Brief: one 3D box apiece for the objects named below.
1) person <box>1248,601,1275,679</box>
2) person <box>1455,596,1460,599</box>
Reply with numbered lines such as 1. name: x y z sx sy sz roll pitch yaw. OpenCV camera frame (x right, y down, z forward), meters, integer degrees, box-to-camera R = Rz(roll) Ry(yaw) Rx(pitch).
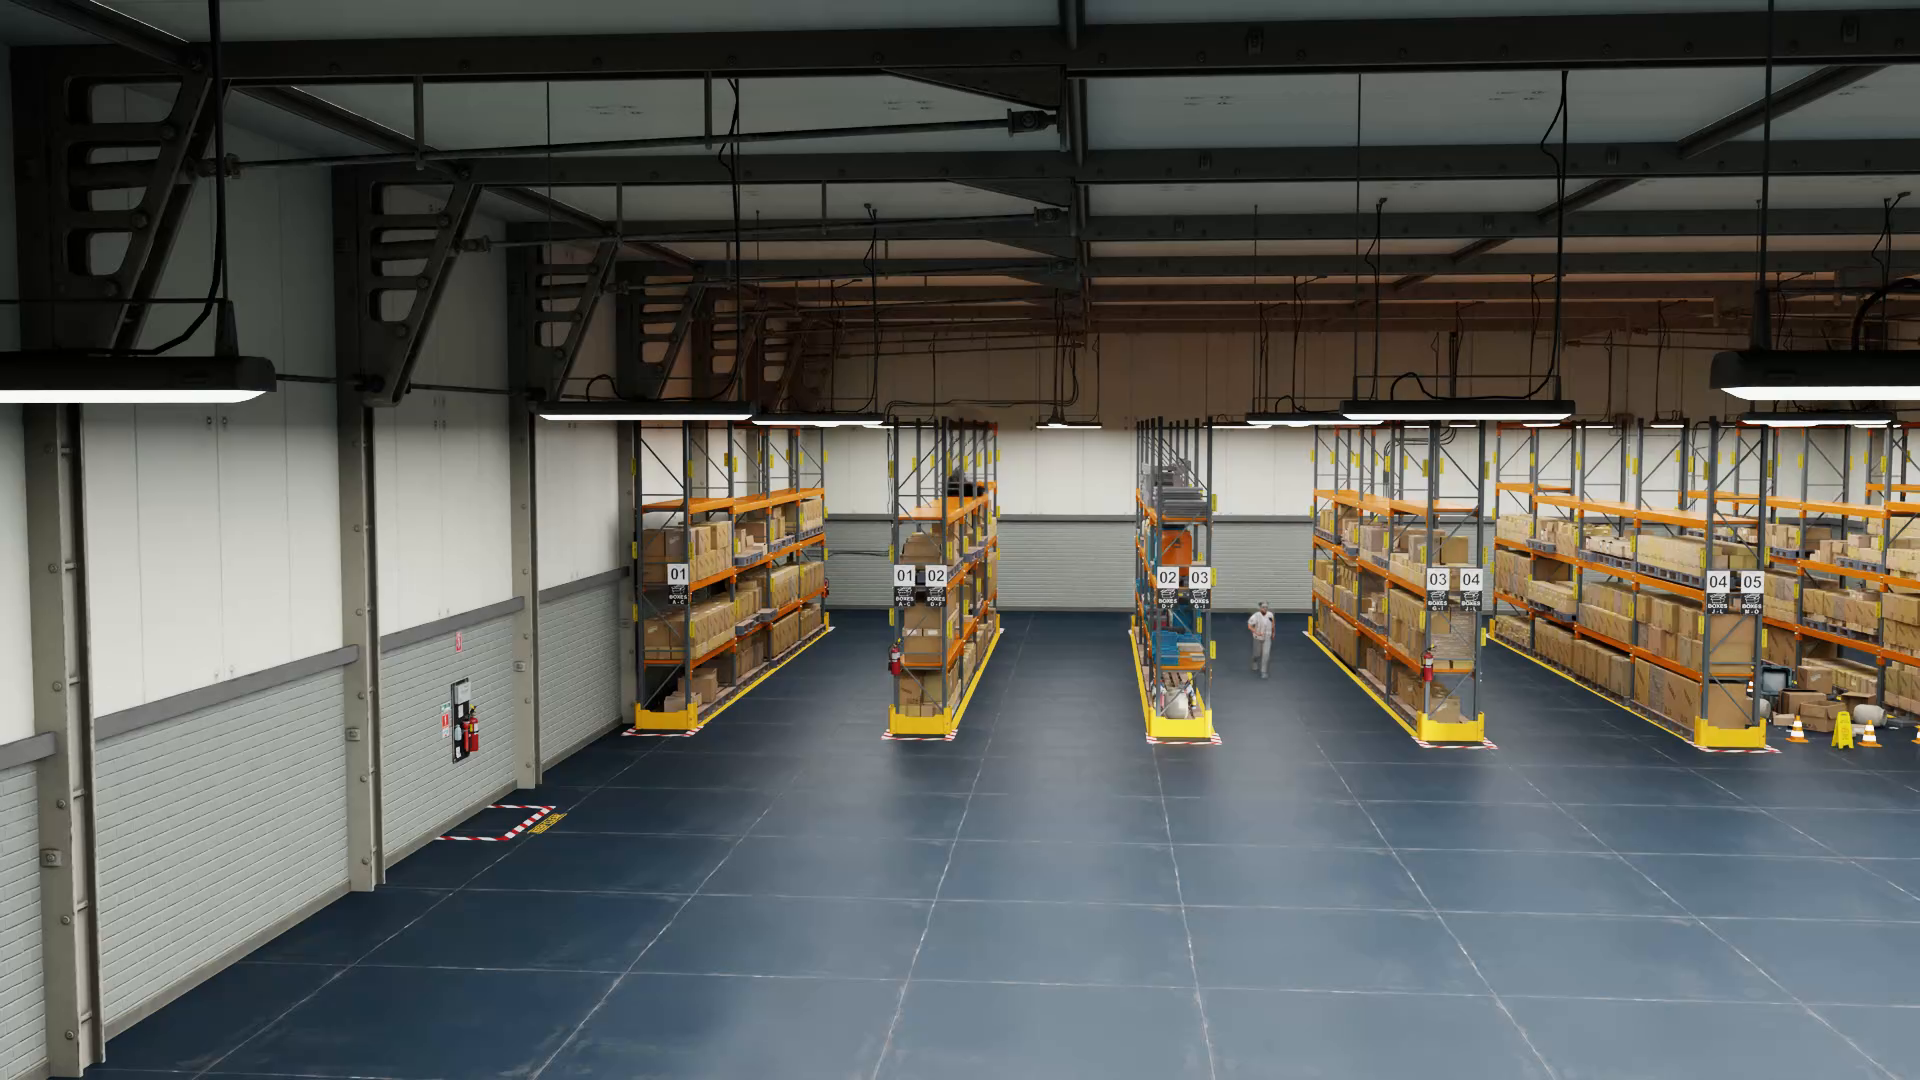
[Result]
1. person: 7.072 2.308 38.979 0.686 1.775 0.984 0 4 -7
2. person: 13.173 2.005 43.806 0.724 1.765 0.956 0 4 3
